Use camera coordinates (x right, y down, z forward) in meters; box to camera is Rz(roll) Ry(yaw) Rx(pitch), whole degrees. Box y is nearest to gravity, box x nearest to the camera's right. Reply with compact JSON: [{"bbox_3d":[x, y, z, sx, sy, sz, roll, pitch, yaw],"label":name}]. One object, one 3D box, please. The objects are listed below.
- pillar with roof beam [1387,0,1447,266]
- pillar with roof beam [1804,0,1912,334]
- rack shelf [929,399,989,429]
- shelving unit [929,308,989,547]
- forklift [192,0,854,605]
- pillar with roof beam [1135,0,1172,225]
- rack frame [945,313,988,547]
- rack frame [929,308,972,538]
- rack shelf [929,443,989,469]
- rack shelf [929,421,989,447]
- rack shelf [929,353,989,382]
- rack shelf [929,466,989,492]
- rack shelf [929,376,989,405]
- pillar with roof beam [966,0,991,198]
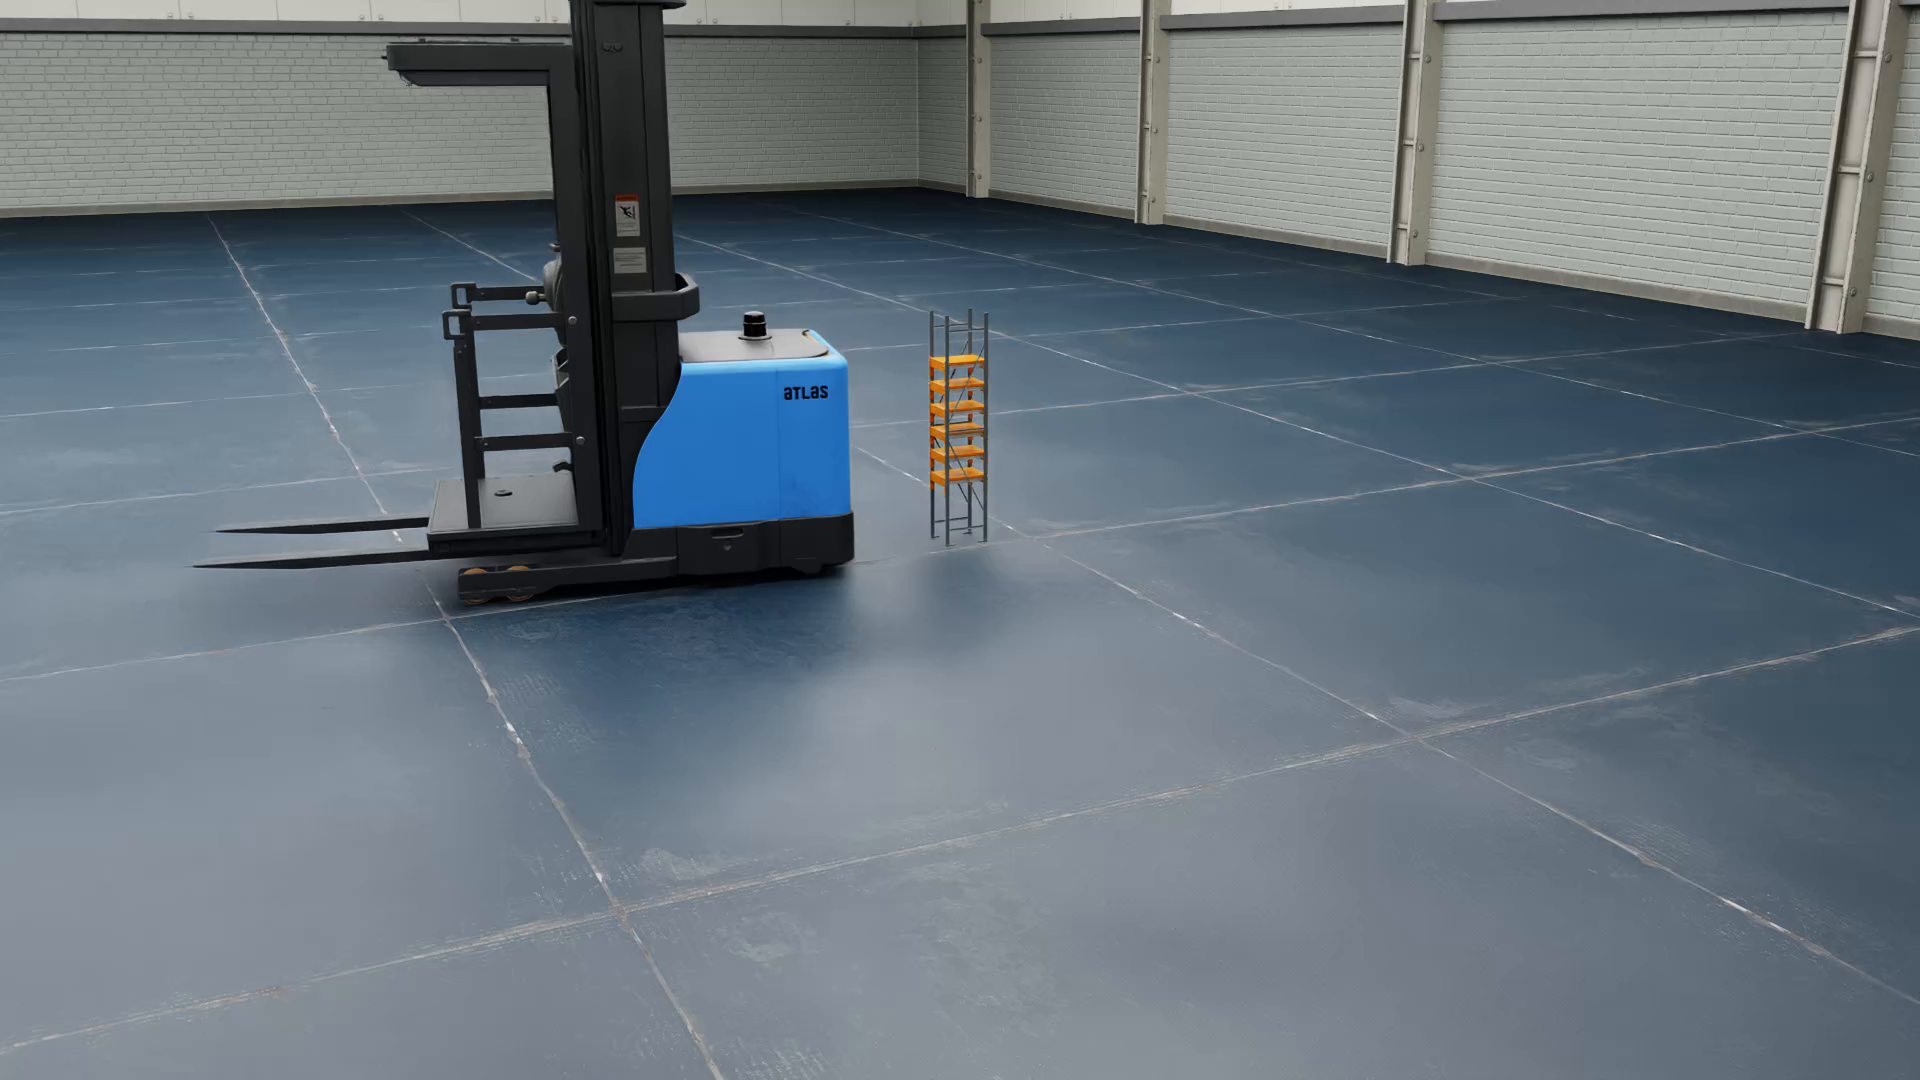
[{"bbox_3d":[1.723,-7.273,17.780,9.100,9.000,0.400,-8,18,-25],"label":"pillar with roof beam"},{"bbox_3d":[4.352,-5.785,12.595,9.100,9.000,0.400,-8,18,-25],"label":"pillar with roof beam"},{"bbox_3d":[-0.006,-0.653,8.577,0.258,0.103,0.180,-8,18,-25],"label":"rack shelf"},{"bbox_3d":[-0.006,-0.580,8.598,0.258,1.200,0.189,-8,18,-25],"label":"shelving unit"},{"bbox_3d":[-2.096,-1.270,7.861,3.031,2.935,1.130,-4,16,-14],"label":"forklift"},{"bbox_3d":[-0.905,-8.760,22.964,9.100,9.000,0.400,-8,18,-25],"label":"pillar with roof beam"},{"bbox_3d":[0.034,-0.558,8.519,0.240,1.200,0.006,-8,18,-25],"label":"rack frame"},{"bbox_3d":[-0.046,-0.603,8.677,0.240,1.200,0.006,-8,18,-25],"label":"rack frame"},{"bbox_3d":[-0.006,-0.422,8.643,0.258,0.103,0.180,-8,18,-25],"label":"rack shelf"},{"bbox_3d":[-0.006,-0.538,8.610,0.258,0.103,0.180,-8,18,-25],"label":"rack shelf"},{"bbox_3d":[-0.006,-0.884,8.511,0.258,0.103,0.180,-8,18,-25],"label":"rack shelf"},{"bbox_3d":[-0.006,-0.307,8.676,0.258,0.103,0.180,-8,18,-25],"label":"rack shelf"},{"bbox_3d":[-0.006,-0.768,8.544,0.258,0.103,0.180,-8,18,-25],"label":"rack shelf"},{"bbox_3d":[-3.534,-10.248,28.148,9.100,9.000,0.400,-8,18,-25],"label":"pillar with roof beam"}]
